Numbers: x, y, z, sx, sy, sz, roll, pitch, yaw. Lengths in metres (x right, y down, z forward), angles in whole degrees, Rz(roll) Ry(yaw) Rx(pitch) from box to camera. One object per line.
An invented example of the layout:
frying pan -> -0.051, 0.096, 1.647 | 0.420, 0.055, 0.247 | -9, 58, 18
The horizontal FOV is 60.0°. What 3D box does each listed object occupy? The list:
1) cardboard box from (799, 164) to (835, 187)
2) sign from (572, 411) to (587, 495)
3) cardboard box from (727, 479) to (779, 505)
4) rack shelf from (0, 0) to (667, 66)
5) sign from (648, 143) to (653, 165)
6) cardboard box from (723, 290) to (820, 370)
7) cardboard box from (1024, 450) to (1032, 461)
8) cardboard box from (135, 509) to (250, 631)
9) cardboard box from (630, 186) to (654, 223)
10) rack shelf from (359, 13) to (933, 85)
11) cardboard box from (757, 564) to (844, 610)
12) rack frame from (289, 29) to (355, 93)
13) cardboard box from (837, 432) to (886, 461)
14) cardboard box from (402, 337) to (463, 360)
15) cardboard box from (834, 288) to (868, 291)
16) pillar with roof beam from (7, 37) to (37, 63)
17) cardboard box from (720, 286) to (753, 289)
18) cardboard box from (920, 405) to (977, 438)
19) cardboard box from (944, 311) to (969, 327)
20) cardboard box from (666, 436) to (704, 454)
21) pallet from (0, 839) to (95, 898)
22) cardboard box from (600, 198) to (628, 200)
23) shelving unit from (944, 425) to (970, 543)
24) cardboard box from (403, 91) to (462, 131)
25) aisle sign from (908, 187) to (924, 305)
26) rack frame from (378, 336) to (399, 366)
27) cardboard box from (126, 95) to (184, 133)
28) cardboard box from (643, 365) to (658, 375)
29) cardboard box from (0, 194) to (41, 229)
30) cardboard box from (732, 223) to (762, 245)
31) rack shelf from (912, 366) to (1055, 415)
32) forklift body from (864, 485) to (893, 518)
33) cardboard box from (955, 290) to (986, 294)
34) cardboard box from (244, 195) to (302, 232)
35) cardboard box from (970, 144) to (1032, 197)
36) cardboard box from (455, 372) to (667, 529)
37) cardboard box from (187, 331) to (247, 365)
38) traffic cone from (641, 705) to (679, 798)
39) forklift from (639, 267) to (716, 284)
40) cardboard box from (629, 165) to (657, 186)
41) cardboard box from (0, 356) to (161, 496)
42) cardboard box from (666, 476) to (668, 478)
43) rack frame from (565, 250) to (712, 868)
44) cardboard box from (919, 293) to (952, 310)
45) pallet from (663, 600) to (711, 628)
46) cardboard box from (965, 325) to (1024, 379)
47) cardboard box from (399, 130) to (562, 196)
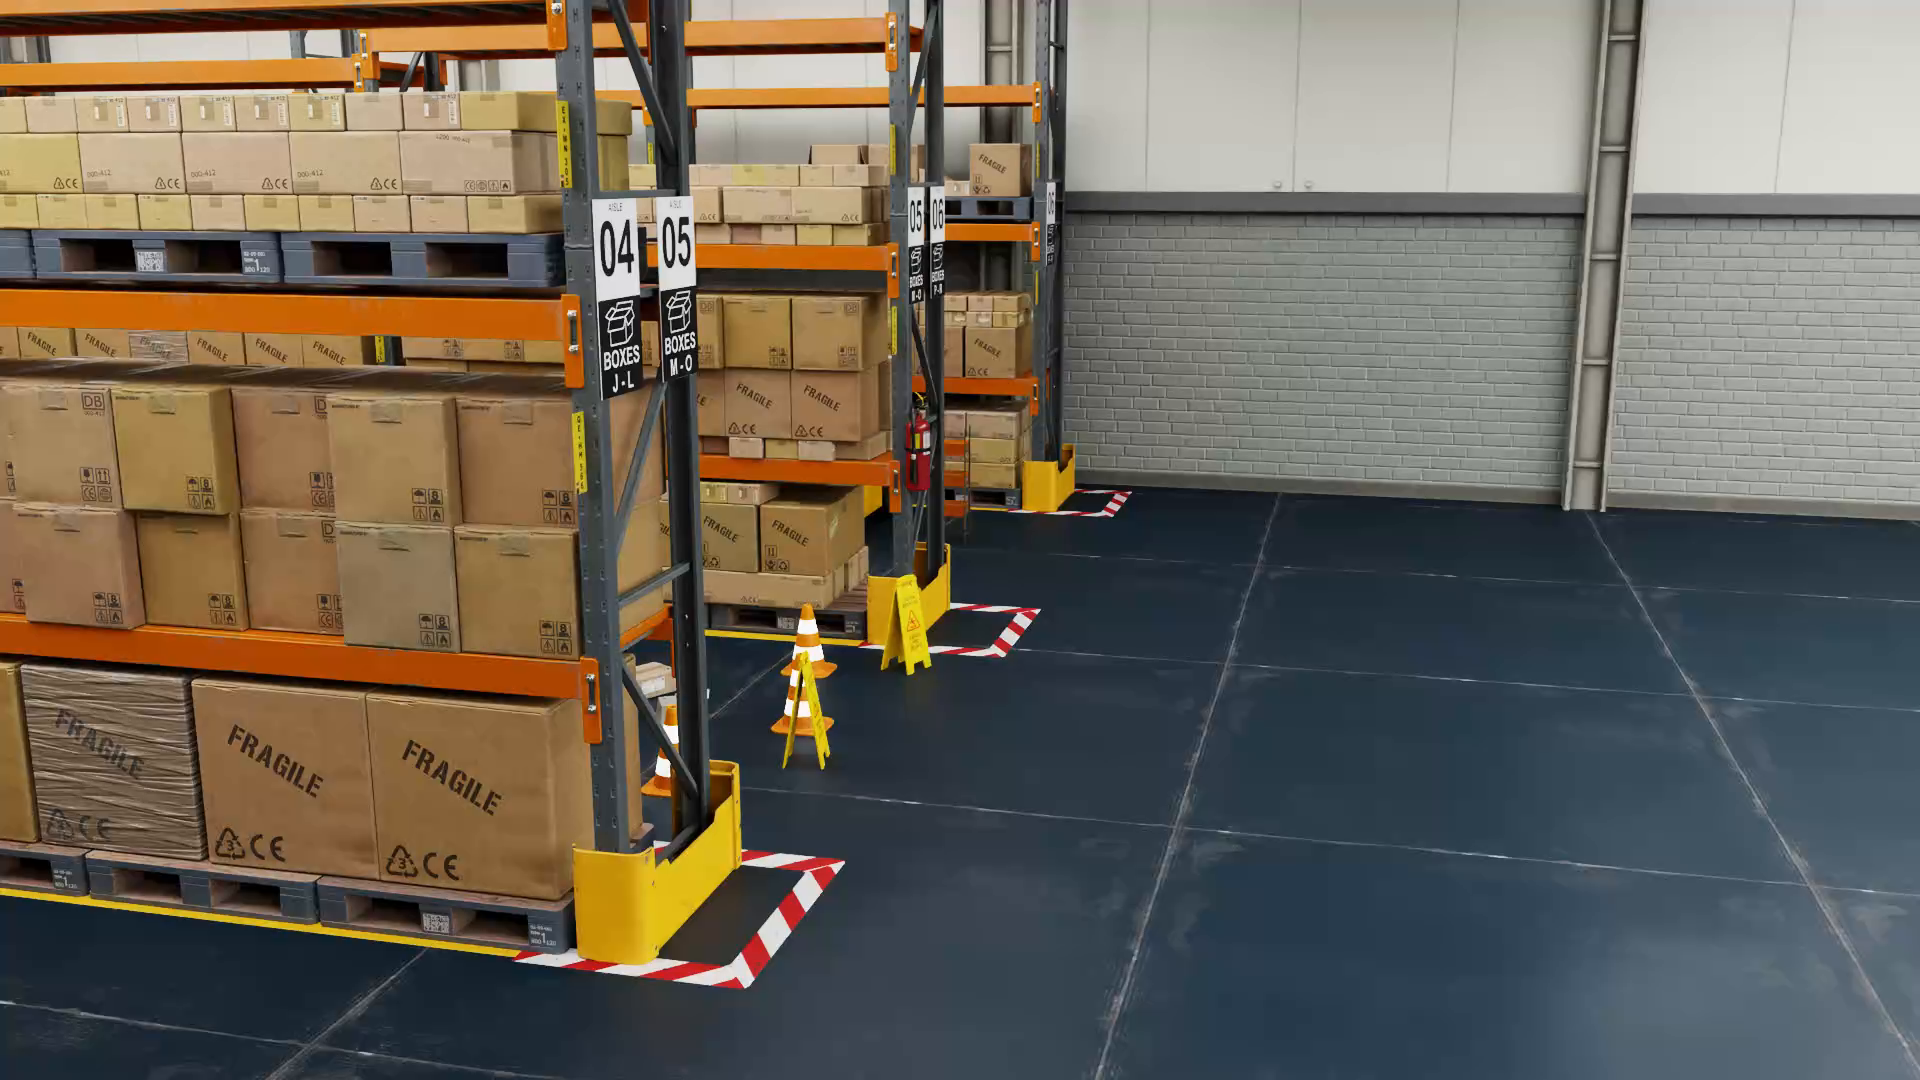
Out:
cardboard box -> -0.936, -2.536, 11.570 | 0.250, 0.149, 0.380 | 3, 13, 15
sign -> -1.527, -0.350, 6.681 | 0.005, 0.325, 0.100 | 3, 13, 14
cardboard box -> -1.508, -0.365, 12.122 | 0.250, 0.149, 0.380 | 3, 13, 15
rack shelf -> -3.325, -2.268, 7.282 | 4.000, 0.370, 1.077 | 3, 13, 14
sign -> -3.114, -3.836, 16.768 | 0.005, 0.325, 0.100 | 3, 13, 14
cardboard box -> -1.333, -1.519, 11.945 | 0.500, 0.500, 0.700 | 3, 13, 14
cardboard box -> 0.460, -0.802, 17.317 | 0.500, 0.250, 0.500 | 3, 13, 14
cardboard box -> -3.332, 0.037, 7.813 | 0.500, 0.550, 0.875 | 3, 13, 14
cardboard box -> -2.341, -2.413, 11.933 | 0.500, 0.250, 0.500 | 3, 13, 14
rack shelf -> -2.237, -3.508, 11.955 | 4.000, 0.370, 1.077 | 3, 13, 14
cardboard box -> -1.168, 0.322, 12.250 | 0.500, 0.250, 0.500 | 3, 13, 13
rack frame -> -6.877, -5.216, 17.986 | 0.127, 3.000, 1.000 | 3, 13, 14
cardboard box -> -0.710, -0.680, 11.970 | 0.250, 0.149, 0.380 | 4, 13, 15
cardboard box -> -3.804, -1.650, 12.534 | 0.500, 0.500, 0.700 | 3, 13, 13
cardboard box -> -1.137, -2.545, 17.379 | 0.250, 0.149, 0.380 | 3, 13, 15
pillar with roof beam -> -12.252, -4.744, 15.858 | 0.400, 9.000, 9.100 | 3, 13, 14
cardboard box -> -2.377, -2.616, 17.700 | 0.250, 0.149, 0.380 | 3, 13, 12
cardboard box -> -0.129, -1.207, 16.834 | 0.500, 0.250, 0.500 | 3, 13, 15
cardboard box -> -0.006, -2.230, 16.649 | 0.250, 0.149, 0.380 | 3, 13, 15
cardboard box -> -1.968, -0.732, 12.203 | 0.250, 0.149, 0.380 | 3, 13, 13
pallet -> -4.547, 1.427, 8.329 | 1.213, 0.211, 1.003 | 3, 13, 14
cardboard box -> -1.639, -1.463, 7.373 | 0.250, 0.149, 0.380 | 3, 13, 14
shelving unit -> -0.052, -0.515, 15.149 | 0.252, 1.050, 0.215 | 3, 13, 14
cardboard box -> -2.034, -1.726, 6.720 | 0.250, 0.149, 0.380 | 3, 13, 14
aisle sign -> -0.305, -2.033, 11.488 | 0.004, 0.787, 0.394 | 3, 13, 14
rack frame -> -4.179, -1.036, 12.994 | 0.127, 3.000, 1.000 | 3, 13, 14
cardboard box -> -3.273, -1.792, 7.017 | 0.250, 0.149, 0.380 | 3, 13, 14
cardboard box -> -2.346, -1.077, 12.260 | 0.500, 0.500, 0.500 | 3, 13, 14
cardboard box -> -4.006, -1.443, 7.281 | 0.250, 0.149, 0.380 | 3, 13, 13
cardboard box -> -1.438, -2.184, 11.823 | 0.250, 0.149, 0.380 | 3, 13, 14
rack shelf -> -1.052, -1.625, 17.310 | 4.000, 0.370, 1.077 | 3, 13, 14
forklift body -> -1.388, -1.173, 15.570 | 1.214, 2.155, 2.313 | 3, 13, 14
cardboard box -> 0.110, -2.477, 17.073 | 0.250, 0.149, 0.380 | 3, 13, 15
cardboard box -> -2.776, -1.377, 6.984 | 0.250, 0.149, 0.380 | 3, 13, 13
cardboard box -> 0.402, -3.611, 16.245 | 0.500, 0.500, 0.500 | 3, 13, 15
cardboard box -> -1.734, -0.410, 7.333 | 0.550, 0.550, 0.875 | 3, 13, 14
cardboard box -> -5.664, -1.464, 13.037 | 0.500, 0.500, 0.500 | 4, 13, 15
traffic cone -> -1.559, 1.130, 9.088 | 0.334, 0.463, 0.336 | 3, 13, 14
forklift -> -2.857, -1.691, 16.107 | 3.031, 2.935, 1.130 | 1, 13, 6
cardboard box -> -2.191, -2.587, 11.801 | 0.250, 0.149, 0.380 | 3, 13, 15
cardboard box -> -4.355, -0.560, 8.008 | 0.550, 0.550, 0.875 | 3, 13, 14
cardboard box -> -2.550, -0.238, 13.046 | 0.500, 0.500, 0.500 | 4, 13, 17
rack frame -> -1.383, 0.218, 7.343 | 0.127, 3.000, 1.000 | 3, 13, 14
cardboard box -> -0.239, -2.400, 16.727 | 0.250, 0.149, 0.380 | 3, 13, 14
pallet -> -2.330, 0.416, 12.889 | 1.213, 0.211, 1.003 | 3, 13, 14
cardboard box -> 0.349, -1.892, 16.619 | 0.500, 0.500, 0.500 | 3, 13, 12
cardboard box -> -1.925, -1.539, 6.796 | 0.500, 0.250, 0.500 | 3, 13, 14
